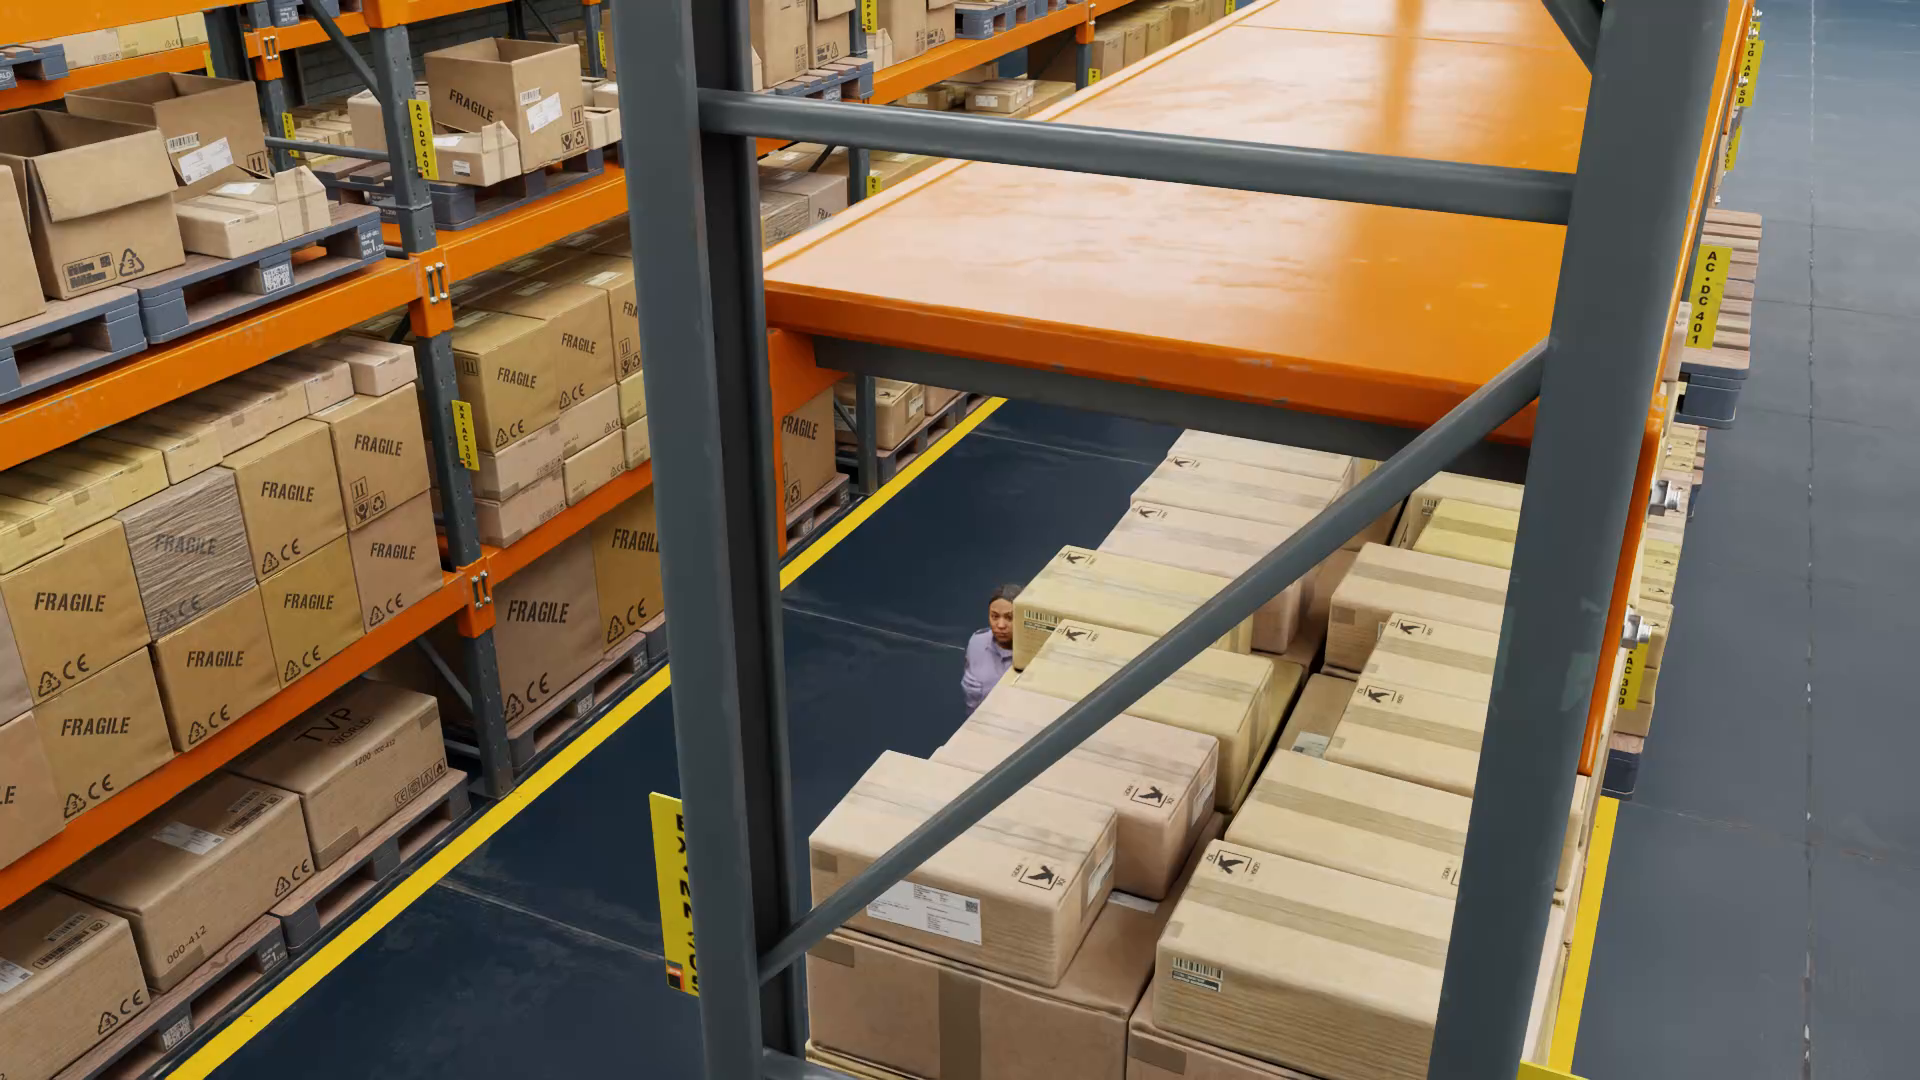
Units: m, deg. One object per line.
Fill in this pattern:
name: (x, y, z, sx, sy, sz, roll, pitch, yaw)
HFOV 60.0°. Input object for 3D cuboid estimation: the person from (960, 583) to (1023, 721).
person: (0.247, 0.899, 7.301, 0.496, 1.602, 0.906, 12, 29, 22)
